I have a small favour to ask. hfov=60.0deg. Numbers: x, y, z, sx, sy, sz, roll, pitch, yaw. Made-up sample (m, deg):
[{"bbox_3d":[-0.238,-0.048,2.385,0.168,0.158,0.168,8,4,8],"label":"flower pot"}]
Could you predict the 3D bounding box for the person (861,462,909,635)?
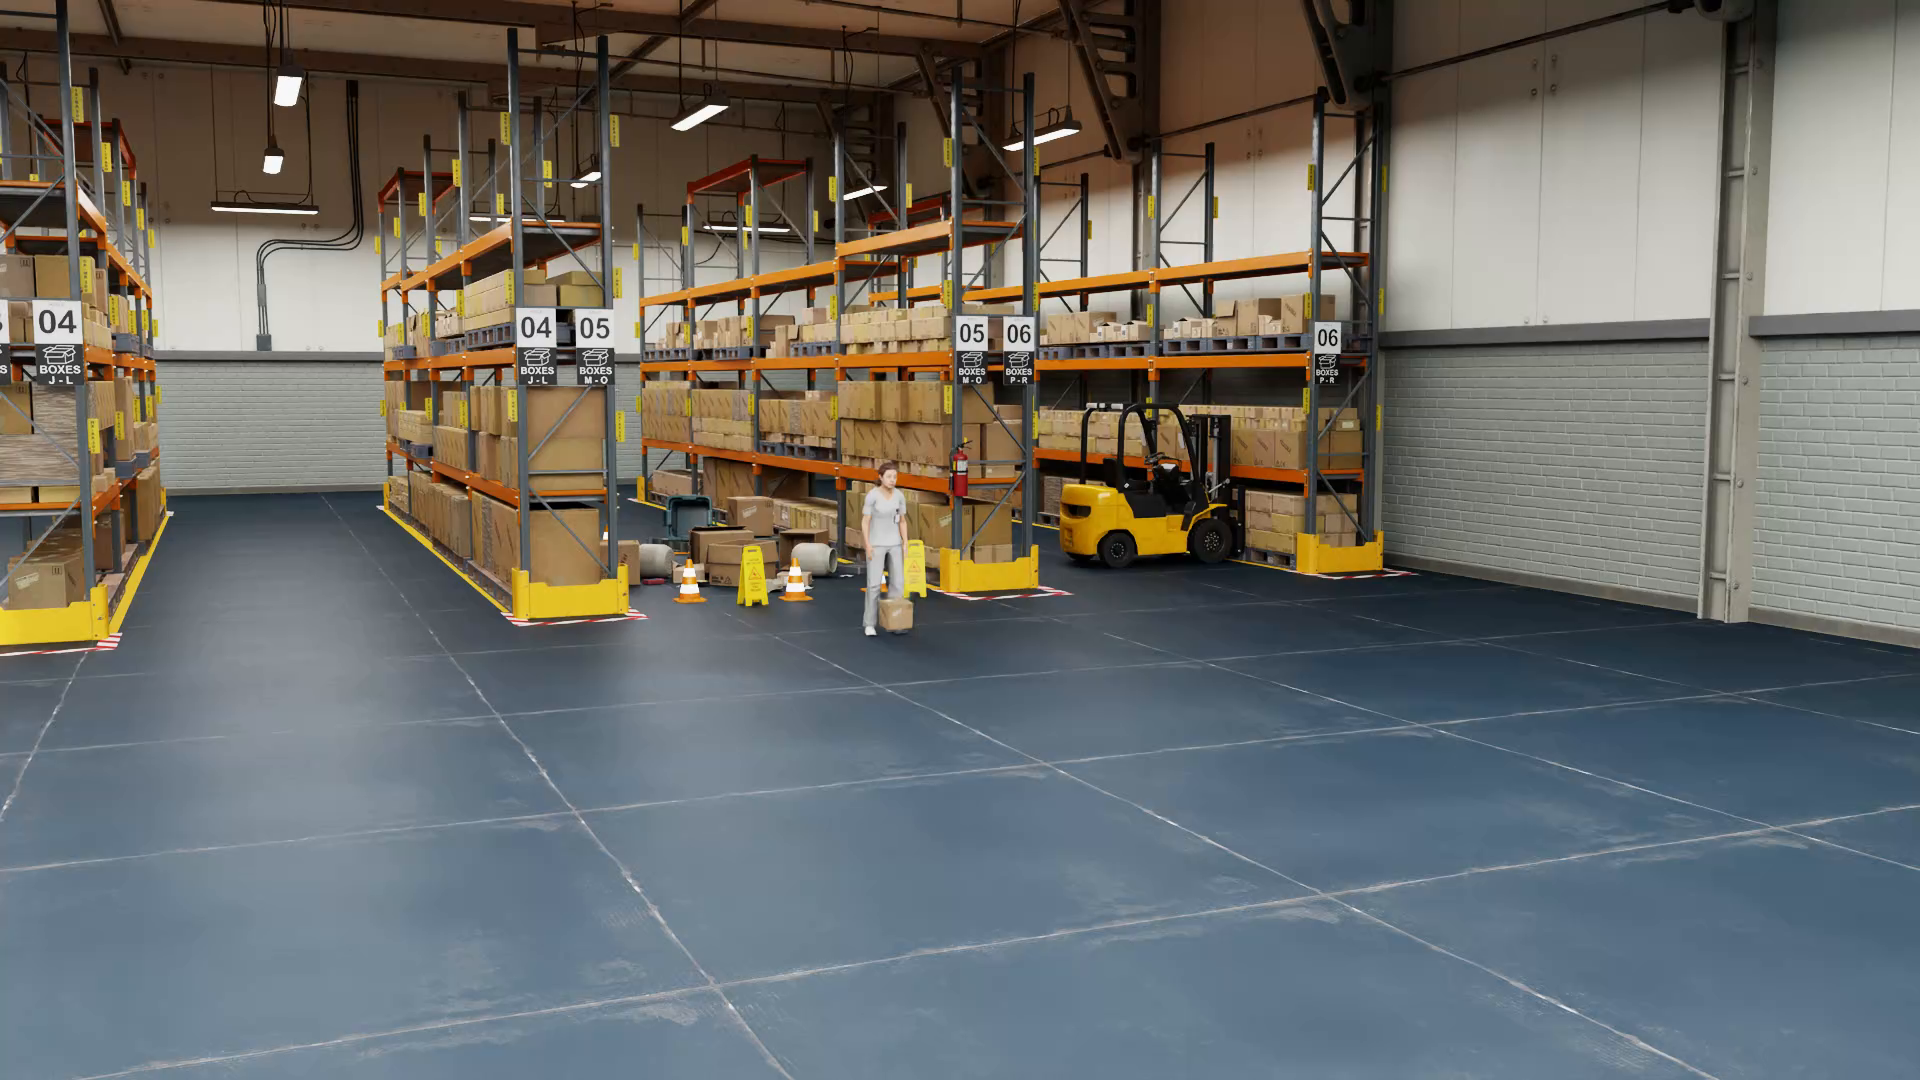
[{"bbox_3d":[-0.725,0.077,16.160,0.483,1.674,0.362,-3,6,-26],"label":"person"}]
